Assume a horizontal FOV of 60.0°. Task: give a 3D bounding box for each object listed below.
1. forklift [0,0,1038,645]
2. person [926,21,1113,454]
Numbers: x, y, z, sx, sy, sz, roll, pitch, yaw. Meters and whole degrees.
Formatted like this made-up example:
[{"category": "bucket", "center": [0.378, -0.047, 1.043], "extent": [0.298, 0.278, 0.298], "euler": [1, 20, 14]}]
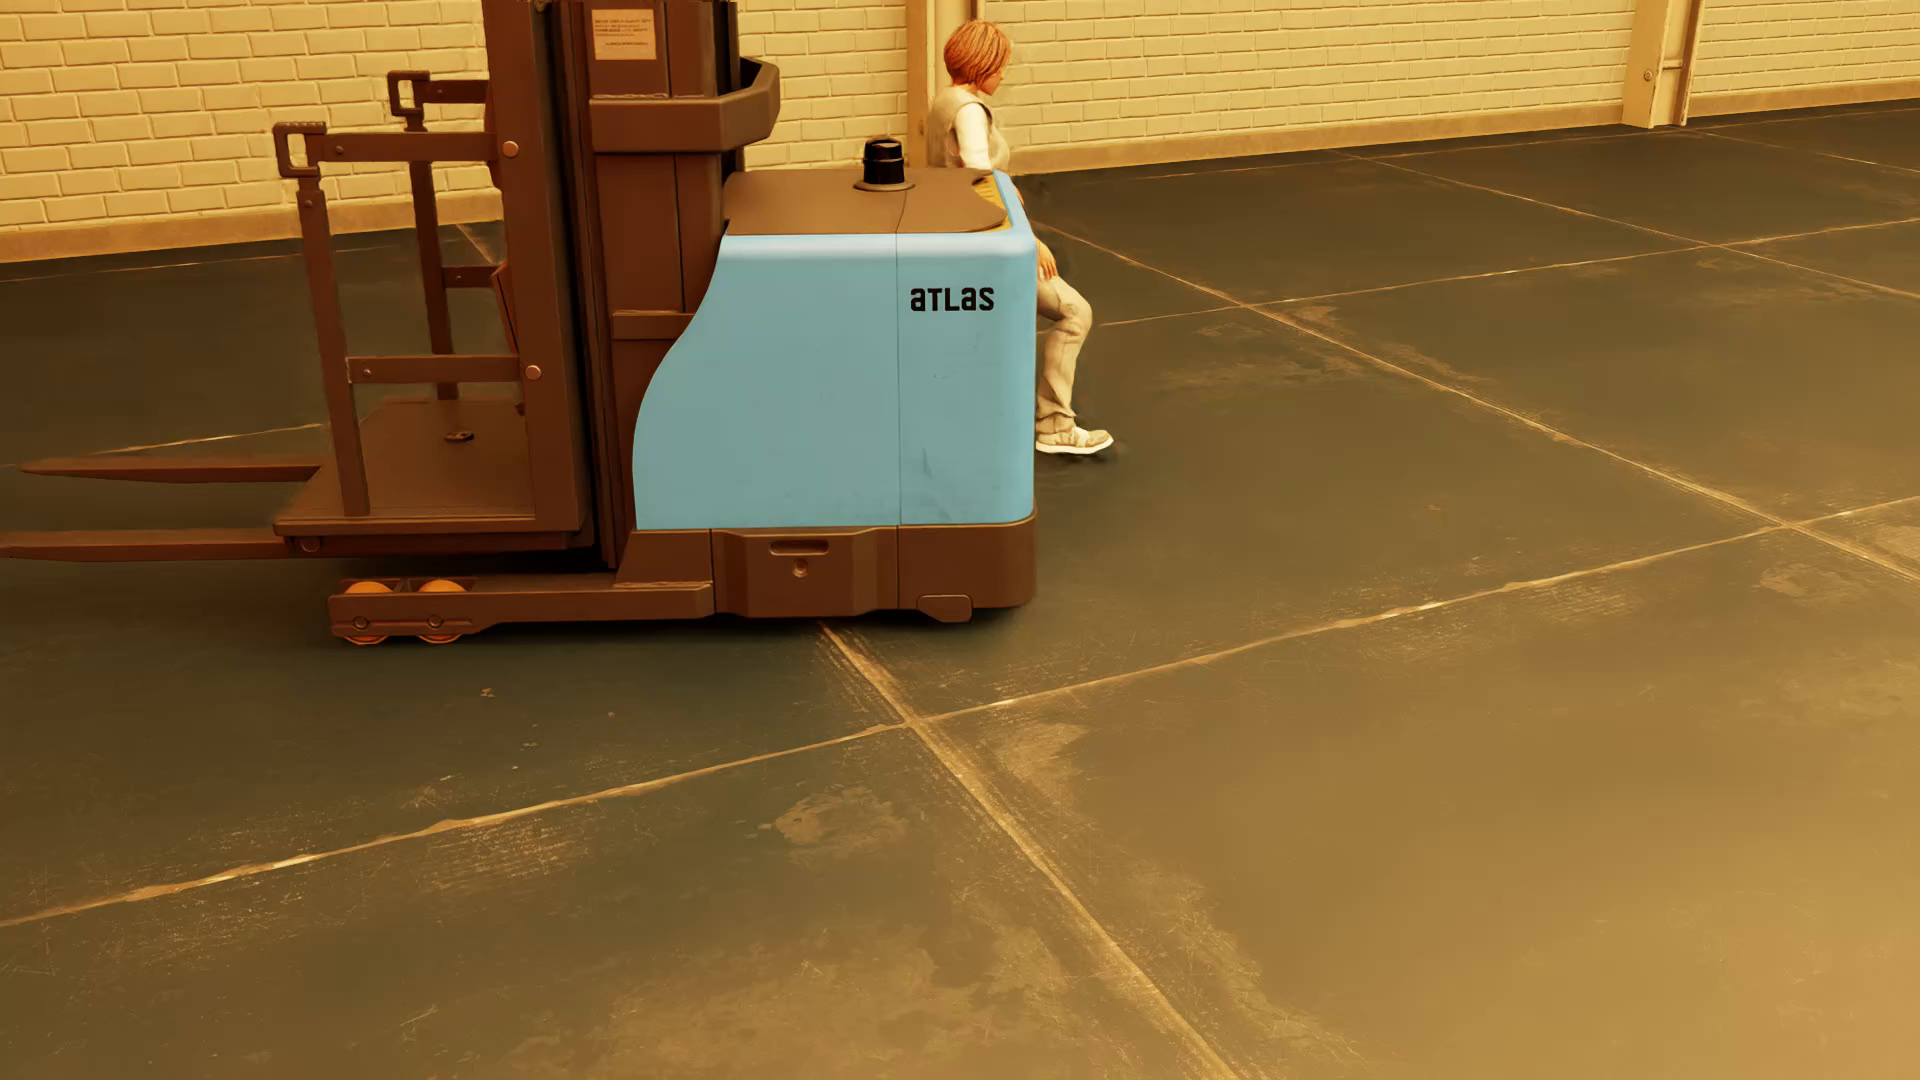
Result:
[{"category": "forklift", "center": [-1.323, -1.281, 4.370], "extent": [3.031, 2.935, 1.130], "euler": [-1, 23, -2]}, {"category": "person", "center": [0.084, -1.038, 5.784], "extent": [0.738, 1.462, 0.855], "euler": [-5, 23, -12]}]
